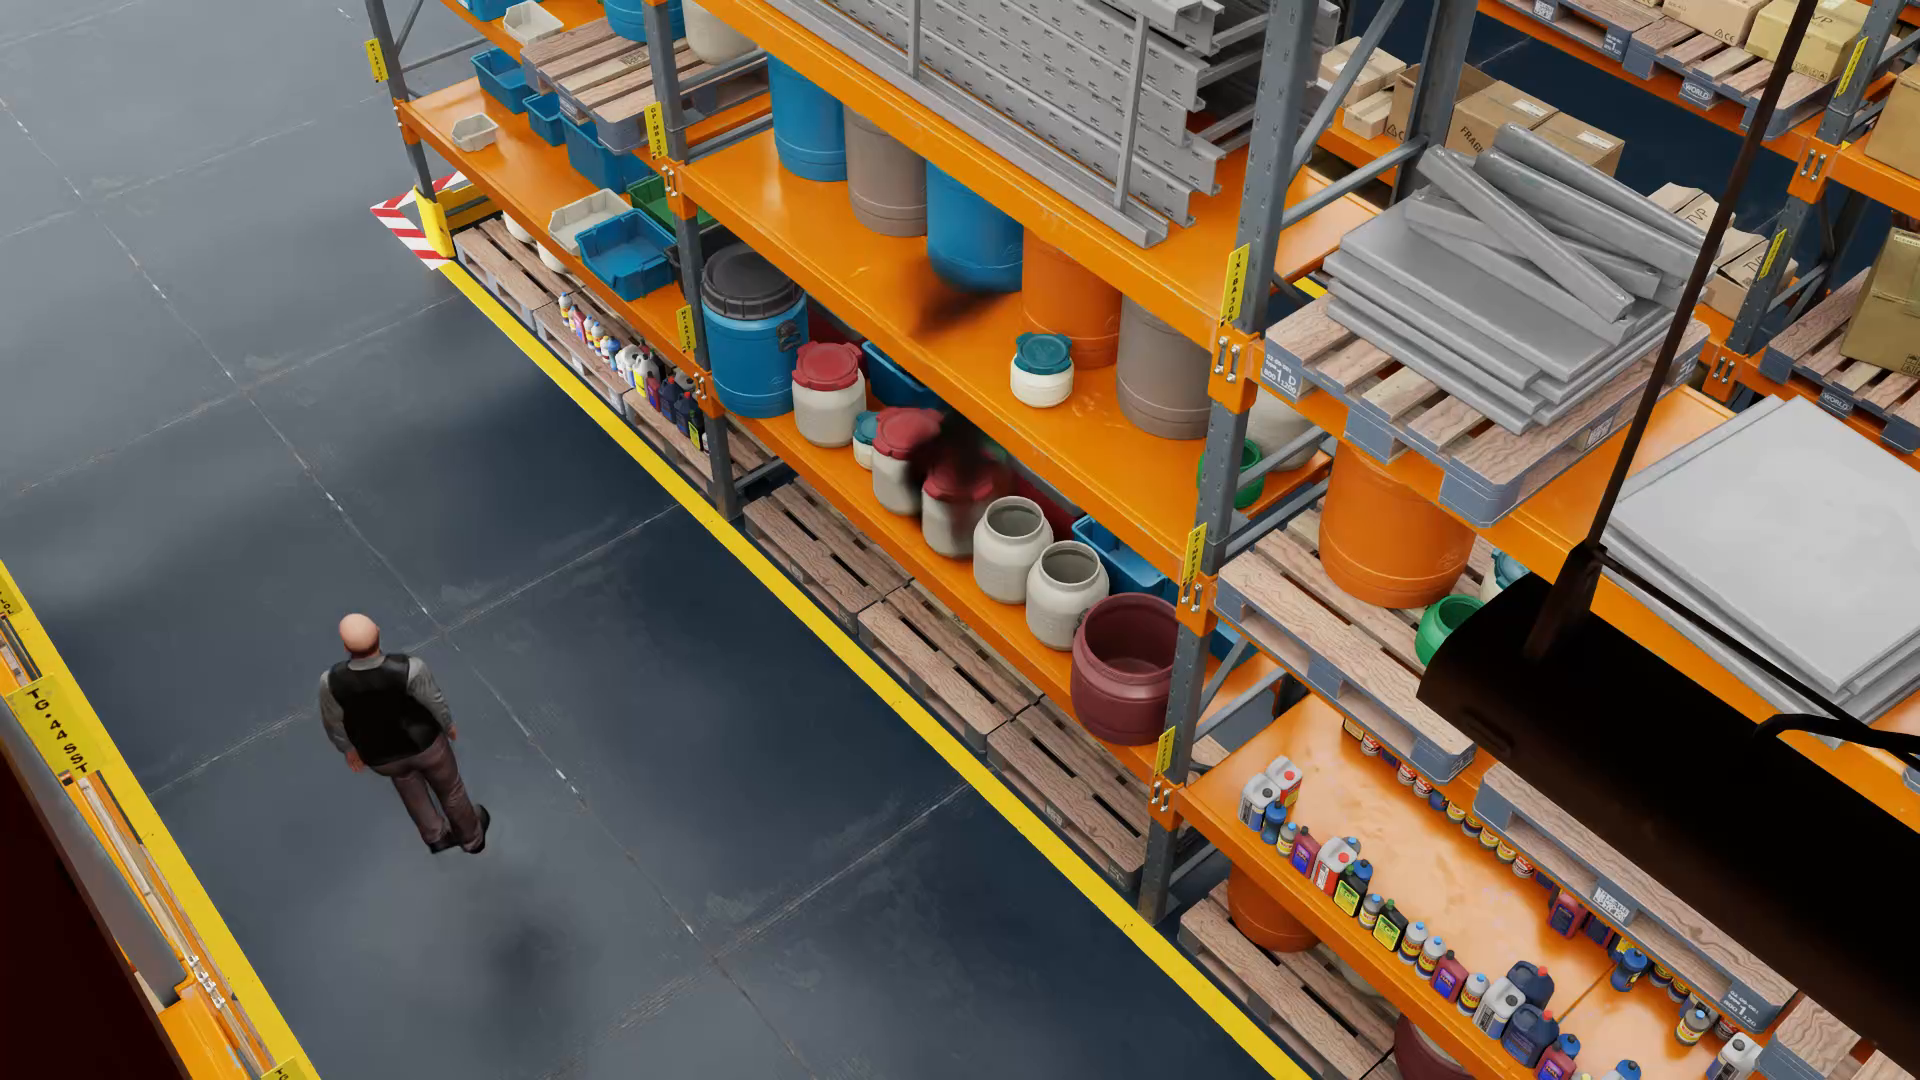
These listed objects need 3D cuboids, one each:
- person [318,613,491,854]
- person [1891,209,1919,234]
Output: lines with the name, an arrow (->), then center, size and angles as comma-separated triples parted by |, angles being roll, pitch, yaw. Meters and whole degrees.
person -> -2.840, 1.036, 8.397 | 0.593, 1.699, 0.463 | -9, 47, -9
person -> 6.593, -1.571, 11.479 | 0.800, 1.446, 0.544 | 24, 51, 21
